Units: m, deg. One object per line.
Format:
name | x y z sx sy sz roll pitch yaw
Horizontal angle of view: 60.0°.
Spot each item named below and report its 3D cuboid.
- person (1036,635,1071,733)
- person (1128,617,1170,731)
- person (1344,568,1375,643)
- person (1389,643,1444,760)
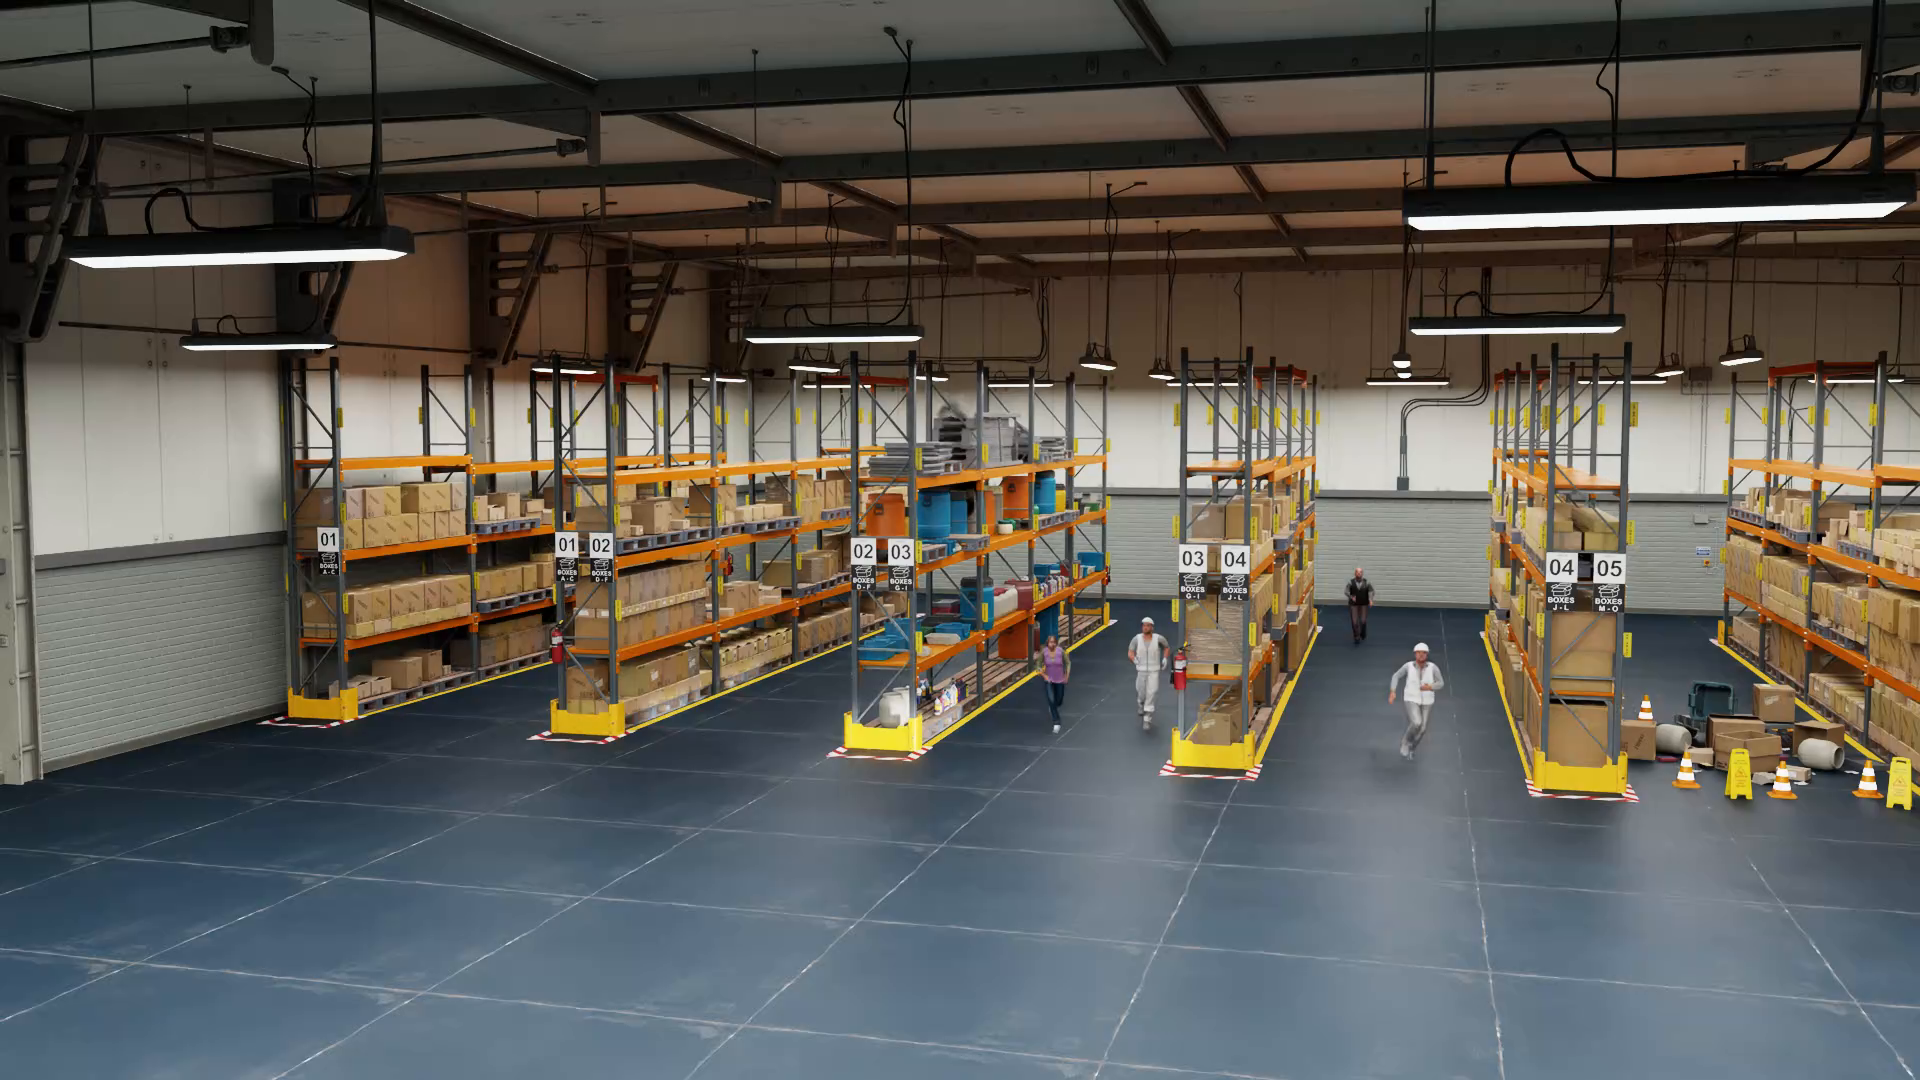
person | 1.498 2.284 26.780 0.565 1.567 0.680 0 4 -3
person | 3.060 2.137 26.983 0.667 1.786 0.956 1 4 13
person | 8.841 1.462 36.837 0.653 1.678 0.569 1 4 14
person | 6.675 2.362 24.252 0.718 1.734 0.640 0 4 -3
